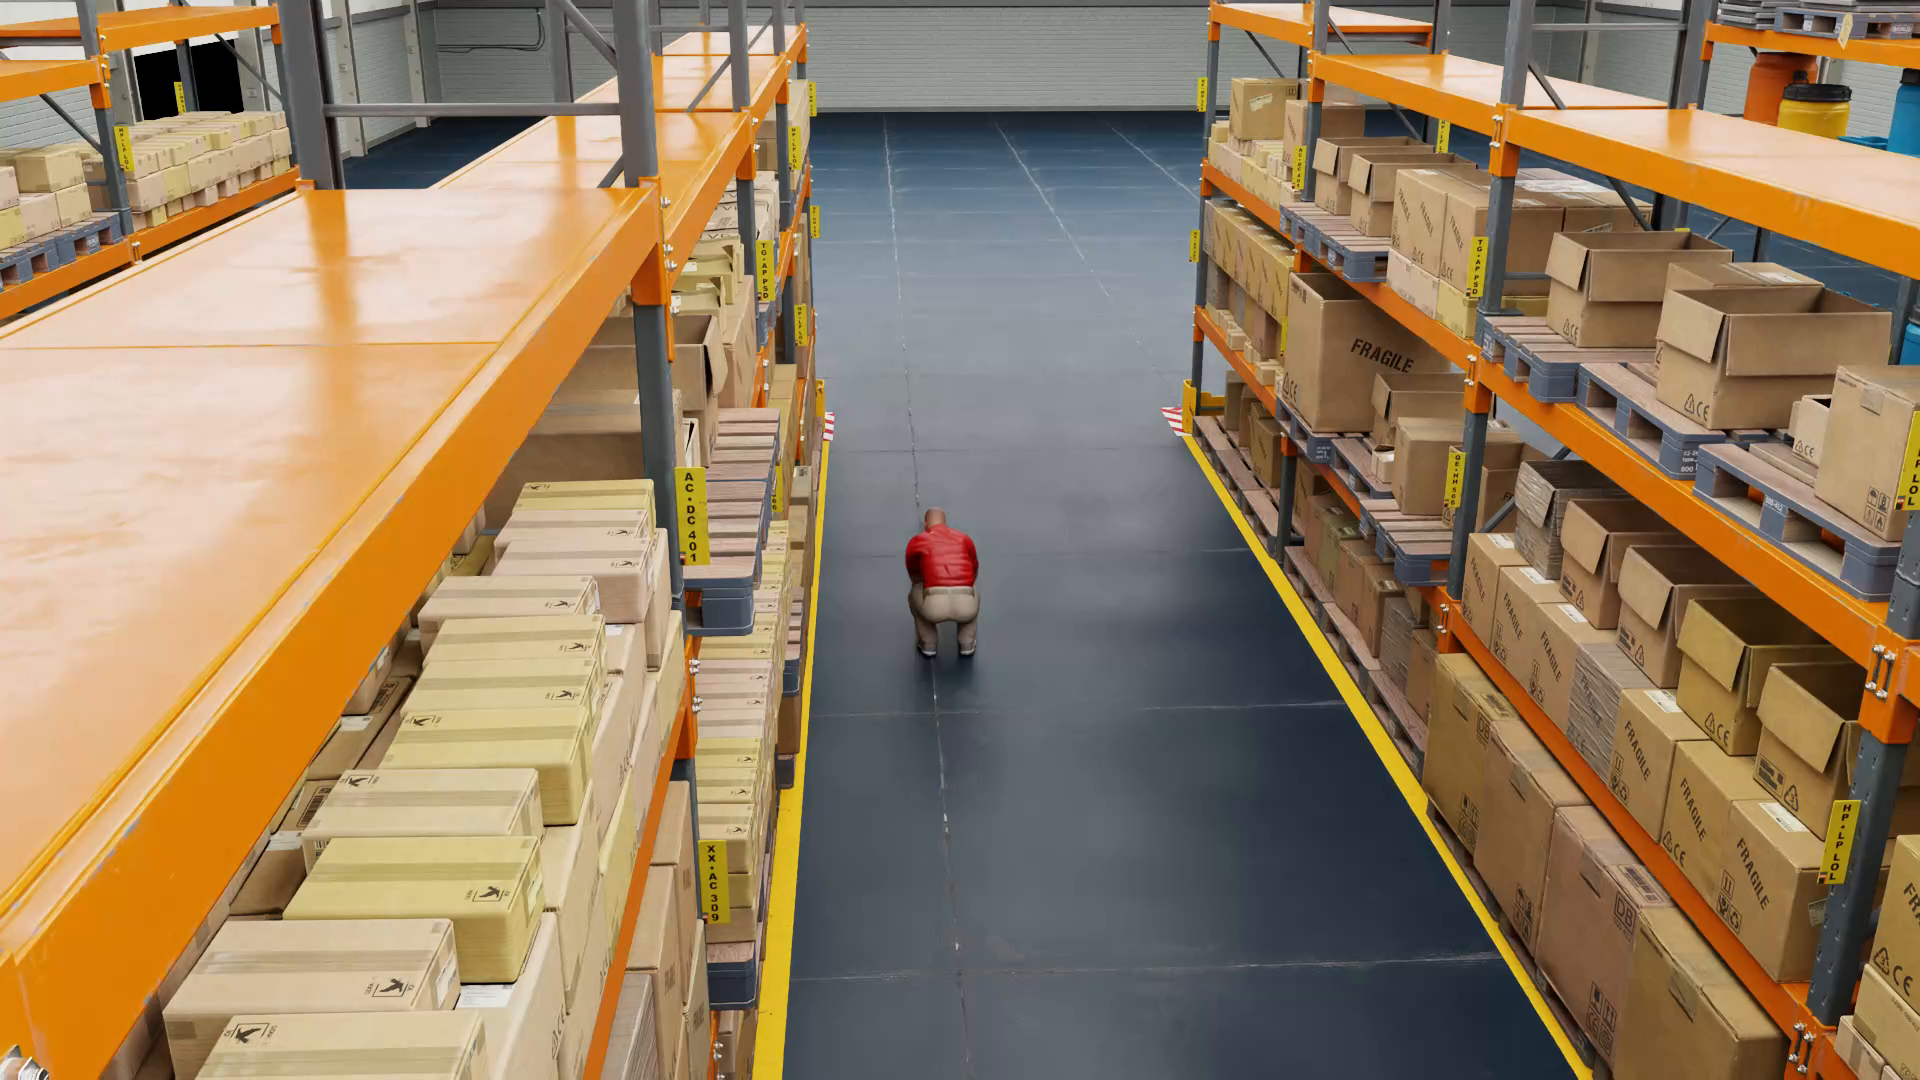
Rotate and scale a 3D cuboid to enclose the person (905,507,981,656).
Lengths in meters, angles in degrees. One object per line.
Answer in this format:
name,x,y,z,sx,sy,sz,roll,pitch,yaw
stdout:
person,-0.122,0.324,12.287,0.562,0.902,0.820,-1,20,-3
